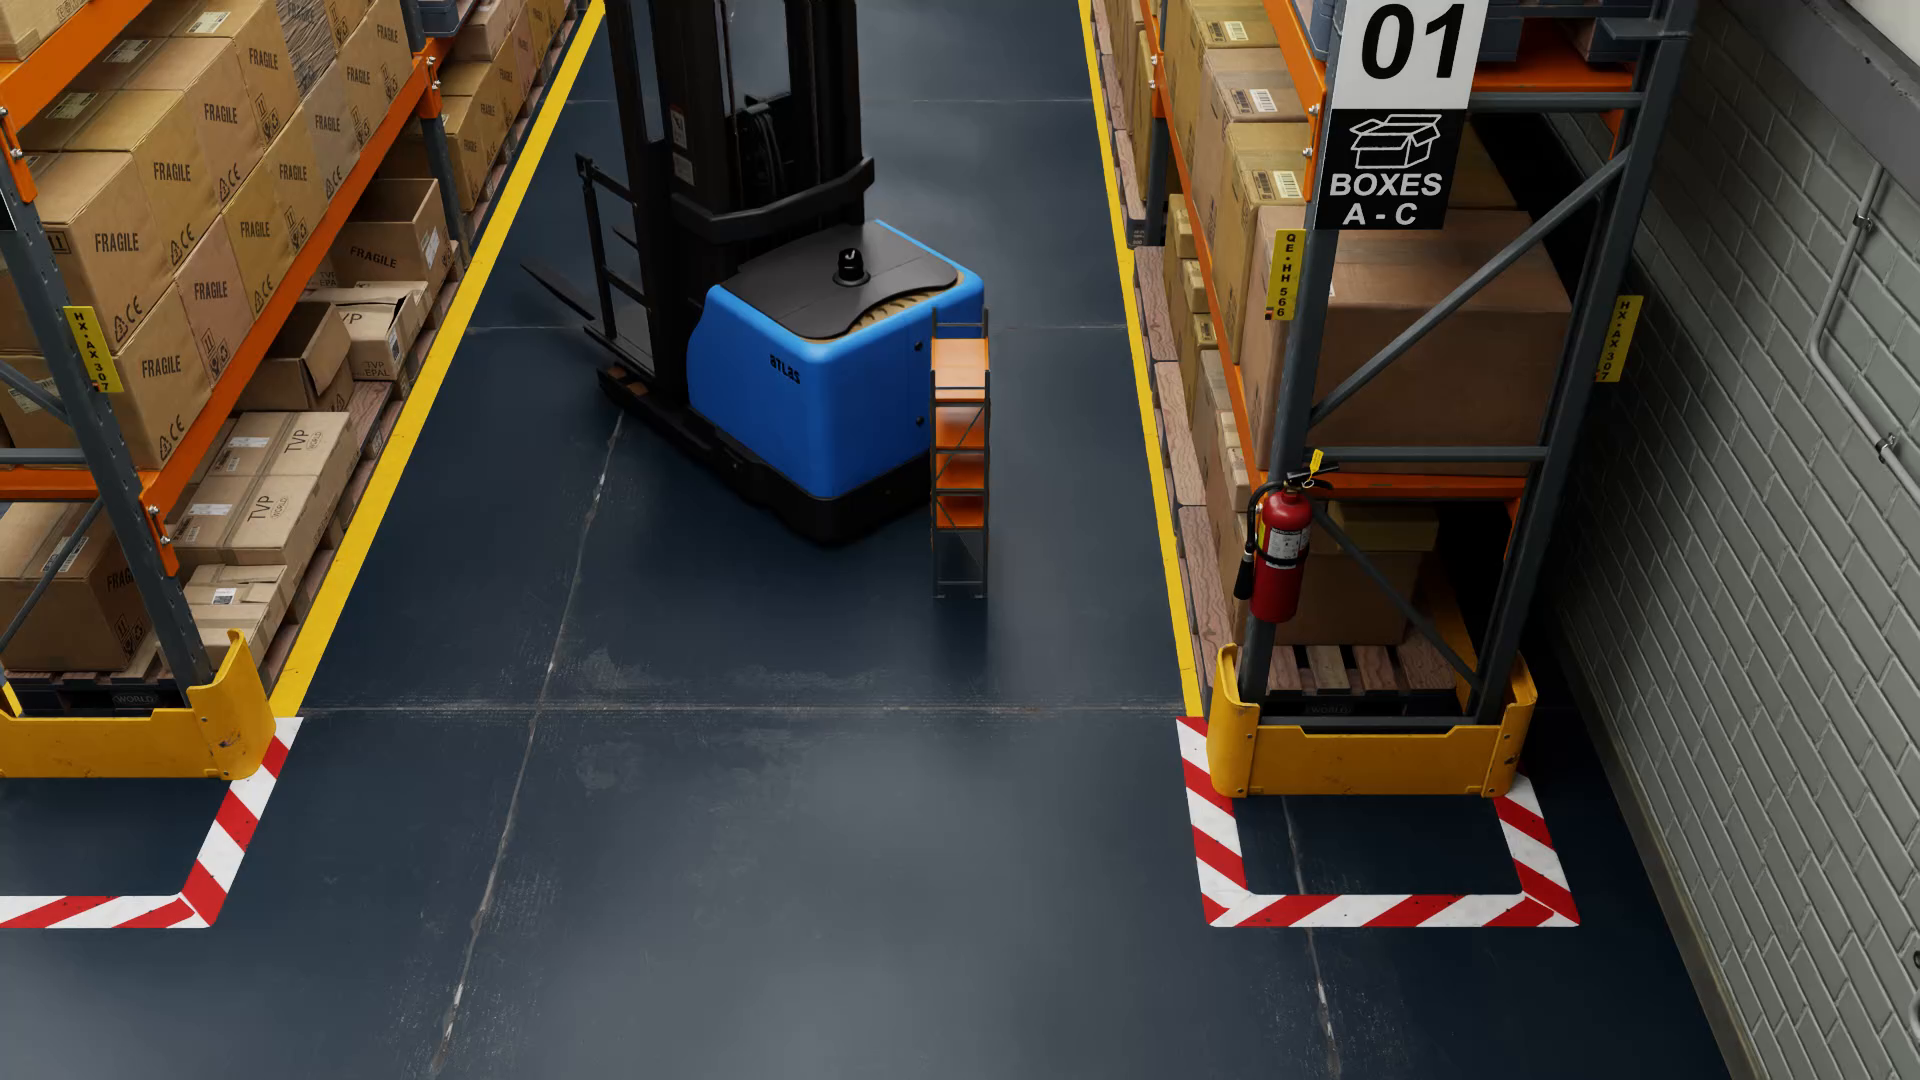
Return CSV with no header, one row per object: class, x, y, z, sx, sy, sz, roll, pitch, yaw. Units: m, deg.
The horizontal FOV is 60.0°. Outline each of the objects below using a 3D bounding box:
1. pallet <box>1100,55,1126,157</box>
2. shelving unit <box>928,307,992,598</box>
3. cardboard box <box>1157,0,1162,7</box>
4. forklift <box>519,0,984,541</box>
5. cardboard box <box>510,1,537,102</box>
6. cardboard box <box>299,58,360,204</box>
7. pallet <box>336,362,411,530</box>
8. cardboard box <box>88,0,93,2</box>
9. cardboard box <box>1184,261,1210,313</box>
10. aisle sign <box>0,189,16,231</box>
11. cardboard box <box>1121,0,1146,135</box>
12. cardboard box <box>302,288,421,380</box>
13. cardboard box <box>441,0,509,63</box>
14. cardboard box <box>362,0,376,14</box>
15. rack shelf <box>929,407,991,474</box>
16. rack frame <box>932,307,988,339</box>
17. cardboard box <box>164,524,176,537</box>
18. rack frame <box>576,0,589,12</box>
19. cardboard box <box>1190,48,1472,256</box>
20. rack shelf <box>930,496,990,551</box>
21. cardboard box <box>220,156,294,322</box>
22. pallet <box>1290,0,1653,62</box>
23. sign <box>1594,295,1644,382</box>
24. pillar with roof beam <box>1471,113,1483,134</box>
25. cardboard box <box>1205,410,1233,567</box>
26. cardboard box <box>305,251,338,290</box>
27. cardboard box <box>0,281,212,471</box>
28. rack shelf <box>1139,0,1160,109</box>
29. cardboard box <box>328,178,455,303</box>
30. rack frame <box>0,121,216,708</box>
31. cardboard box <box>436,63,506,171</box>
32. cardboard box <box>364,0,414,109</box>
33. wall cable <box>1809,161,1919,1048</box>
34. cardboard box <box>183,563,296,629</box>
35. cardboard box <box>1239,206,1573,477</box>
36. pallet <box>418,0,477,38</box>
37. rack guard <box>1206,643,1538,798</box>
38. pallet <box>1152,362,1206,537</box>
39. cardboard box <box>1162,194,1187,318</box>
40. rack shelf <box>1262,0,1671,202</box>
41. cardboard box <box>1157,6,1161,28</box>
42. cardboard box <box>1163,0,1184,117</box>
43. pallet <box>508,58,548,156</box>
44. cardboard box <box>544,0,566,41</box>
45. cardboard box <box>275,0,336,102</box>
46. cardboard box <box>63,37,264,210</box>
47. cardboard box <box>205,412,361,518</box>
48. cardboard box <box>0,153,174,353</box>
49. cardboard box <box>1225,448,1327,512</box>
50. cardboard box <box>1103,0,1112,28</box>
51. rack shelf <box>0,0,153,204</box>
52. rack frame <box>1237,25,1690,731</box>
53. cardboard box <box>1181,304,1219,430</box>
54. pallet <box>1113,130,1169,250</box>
pallet,1.493,-2.948,11.260,1.003,0.211,1.213,0,39,0
shelving unit,0.000,-0.365,7.246,0.258,1.200,0.503,0,39,0
cardboard box,1.321,-3.240,9.061,0.500,0.500,0.500,-1,39,-1
forklift,-1.228,-1.979,7.875,1.130,2.935,3.031,-29,47,-31
cardboard box,-3.142,-3.244,11.047,0.500,0.500,0.500,-1,39,-2
cardboard box,-3.118,-1.866,7.600,0.500,0.500,0.500,1,39,1
pallet,-3.376,-0.500,8.206,1.003,0.211,1.213,0,39,0
cardboard box,-3.109,-2.028,5.603,0.500,0.250,0.500,0,39,0
cardboard box,1.291,-1.222,8.021,0.380,0.149,0.250,-1,39,-1
aisle sign,-3.082,-1.254,4.837,0.394,0.787,0.004,0,39,0
cardboard box,1.439,-3.076,10.573,0.750,0.750,0.750,1,39,1
cardboard box,-3.095,-1.080,8.498,0.500,0.311,0.500,0,39,0
cardboard box,-3.138,-3.200,10.392,0.500,0.250,0.500,0,39,0
cardboard box,-3.120,-2.896,8.086,0.500,0.500,0.500,0,39,0
rack shelf,0.000,-0.487,7.148,0.258,0.148,0.480,0,39,0
rack frame,0.000,-0.517,7.436,0.240,1.200,0.015,0,39,0
cardboard box,-3.533,0.059,7.191,0.380,0.166,0.250,0,39,0
rack frame,-3.384,-5.284,11.946,1.000,3.000,0.127,0,39,0
cardboard box,1.564,-1.655,7.177,0.980,0.700,0.700,-2,39,-2
rack shelf,0.000,-0.157,7.412,0.258,0.148,0.480,0,39,0
cardboard box,-3.116,-1.235,6.812,0.500,0.500,0.500,0,39,0
pallet,1.567,-1.887,5.379,1.003,0.211,1.213,0,39,0
sign,2.133,-0.653,5.410,0.100,0.325,0.005,0,39,0
pillar with roof beam,-1.865,-4.690,6.406,9.100,9.000,0.400,0,39,0
cardboard box,1.477,-0.227,7.297,0.700,0.500,0.500,0,39,0
cardboard box,-3.596,-1.643,9.200,0.500,0.311,0.500,0,39,0
cardboard box,-3.112,-0.598,6.018,0.500,0.500,0.500,1,39,1
rack shelf,1.571,-3.759,10.617,1.077,0.370,4.000,0,39,0
cardboard box,-3.096,-1.623,9.024,0.500,0.500,0.500,0,39,0
rack frame,-3.375,-0.282,5.703,1.000,3.000,0.127,0,39,0
cardboard box,-3.149,-2.615,10.262,0.500,0.500,0.500,0,39,1
cardboard box,-3.123,-2.510,8.403,0.500,0.500,0.500,1,39,1
wall cable,2.526,0.116,4.394,0.084,1.984,1.851,0,39,0
cardboard box,-3.032,0.234,6.973,0.380,0.166,0.250,0,39,0
cardboard box,1.568,-0.723,6.014,0.980,0.700,0.700,2,39,2
pallet,-3.272,-3.208,9.508,1.003,0.211,1.213,0,39,0
rack guard,1.578,0.703,6.473,1.175,0.500,0.348,0,39,0
pallet,1.501,-0.460,8.156,1.003,0.211,1.213,0,39,0
cardboard box,1.472,-1.510,8.898,0.700,0.500,0.500,0,39,1
rack shelf,1.576,-2.428,6.558,1.077,0.370,4.000,0,39,0
cardboard box,1.290,-2.910,9.167,0.380,0.149,0.250,0,39,0
cardboard box,1.558,-2.567,8.314,0.980,0.700,0.700,1,39,1
pallet,-3.423,-2.968,11.285,1.003,0.211,1.213,0,39,0
cardboard box,-3.149,-3.896,11.860,0.500,0.500,0.500,1,39,2
cardboard box,-3.117,-2.261,7.293,0.500,0.500,0.500,0,39,0
cardboard box,-3.116,-1.628,6.504,0.500,0.500,0.500,0,39,1
cardboard box,-3.093,-0.346,7.630,0.500,0.250,0.500,0,39,0
cardboard box,-3.112,-0.988,5.705,0.500,0.500,0.500,1,39,1
cardboard box,1.295,-0.247,6.804,0.380,0.149,0.250,0,39,-1
cardboard box,1.439,-4.155,11.920,0.750,0.750,0.750,-1,39,-1
rack shelf,-3.378,-2.422,6.550,1.077,0.370,4.000,0,39,0
rack frame,1.578,-0.288,5.710,1.000,3.000,0.127,0,39,0
cardboard box,1.468,-0.874,8.106,0.700,0.500,0.500,1,39,1
pallet,1.498,-2.183,10.306,1.003,0.211,1.213,0,39,0
